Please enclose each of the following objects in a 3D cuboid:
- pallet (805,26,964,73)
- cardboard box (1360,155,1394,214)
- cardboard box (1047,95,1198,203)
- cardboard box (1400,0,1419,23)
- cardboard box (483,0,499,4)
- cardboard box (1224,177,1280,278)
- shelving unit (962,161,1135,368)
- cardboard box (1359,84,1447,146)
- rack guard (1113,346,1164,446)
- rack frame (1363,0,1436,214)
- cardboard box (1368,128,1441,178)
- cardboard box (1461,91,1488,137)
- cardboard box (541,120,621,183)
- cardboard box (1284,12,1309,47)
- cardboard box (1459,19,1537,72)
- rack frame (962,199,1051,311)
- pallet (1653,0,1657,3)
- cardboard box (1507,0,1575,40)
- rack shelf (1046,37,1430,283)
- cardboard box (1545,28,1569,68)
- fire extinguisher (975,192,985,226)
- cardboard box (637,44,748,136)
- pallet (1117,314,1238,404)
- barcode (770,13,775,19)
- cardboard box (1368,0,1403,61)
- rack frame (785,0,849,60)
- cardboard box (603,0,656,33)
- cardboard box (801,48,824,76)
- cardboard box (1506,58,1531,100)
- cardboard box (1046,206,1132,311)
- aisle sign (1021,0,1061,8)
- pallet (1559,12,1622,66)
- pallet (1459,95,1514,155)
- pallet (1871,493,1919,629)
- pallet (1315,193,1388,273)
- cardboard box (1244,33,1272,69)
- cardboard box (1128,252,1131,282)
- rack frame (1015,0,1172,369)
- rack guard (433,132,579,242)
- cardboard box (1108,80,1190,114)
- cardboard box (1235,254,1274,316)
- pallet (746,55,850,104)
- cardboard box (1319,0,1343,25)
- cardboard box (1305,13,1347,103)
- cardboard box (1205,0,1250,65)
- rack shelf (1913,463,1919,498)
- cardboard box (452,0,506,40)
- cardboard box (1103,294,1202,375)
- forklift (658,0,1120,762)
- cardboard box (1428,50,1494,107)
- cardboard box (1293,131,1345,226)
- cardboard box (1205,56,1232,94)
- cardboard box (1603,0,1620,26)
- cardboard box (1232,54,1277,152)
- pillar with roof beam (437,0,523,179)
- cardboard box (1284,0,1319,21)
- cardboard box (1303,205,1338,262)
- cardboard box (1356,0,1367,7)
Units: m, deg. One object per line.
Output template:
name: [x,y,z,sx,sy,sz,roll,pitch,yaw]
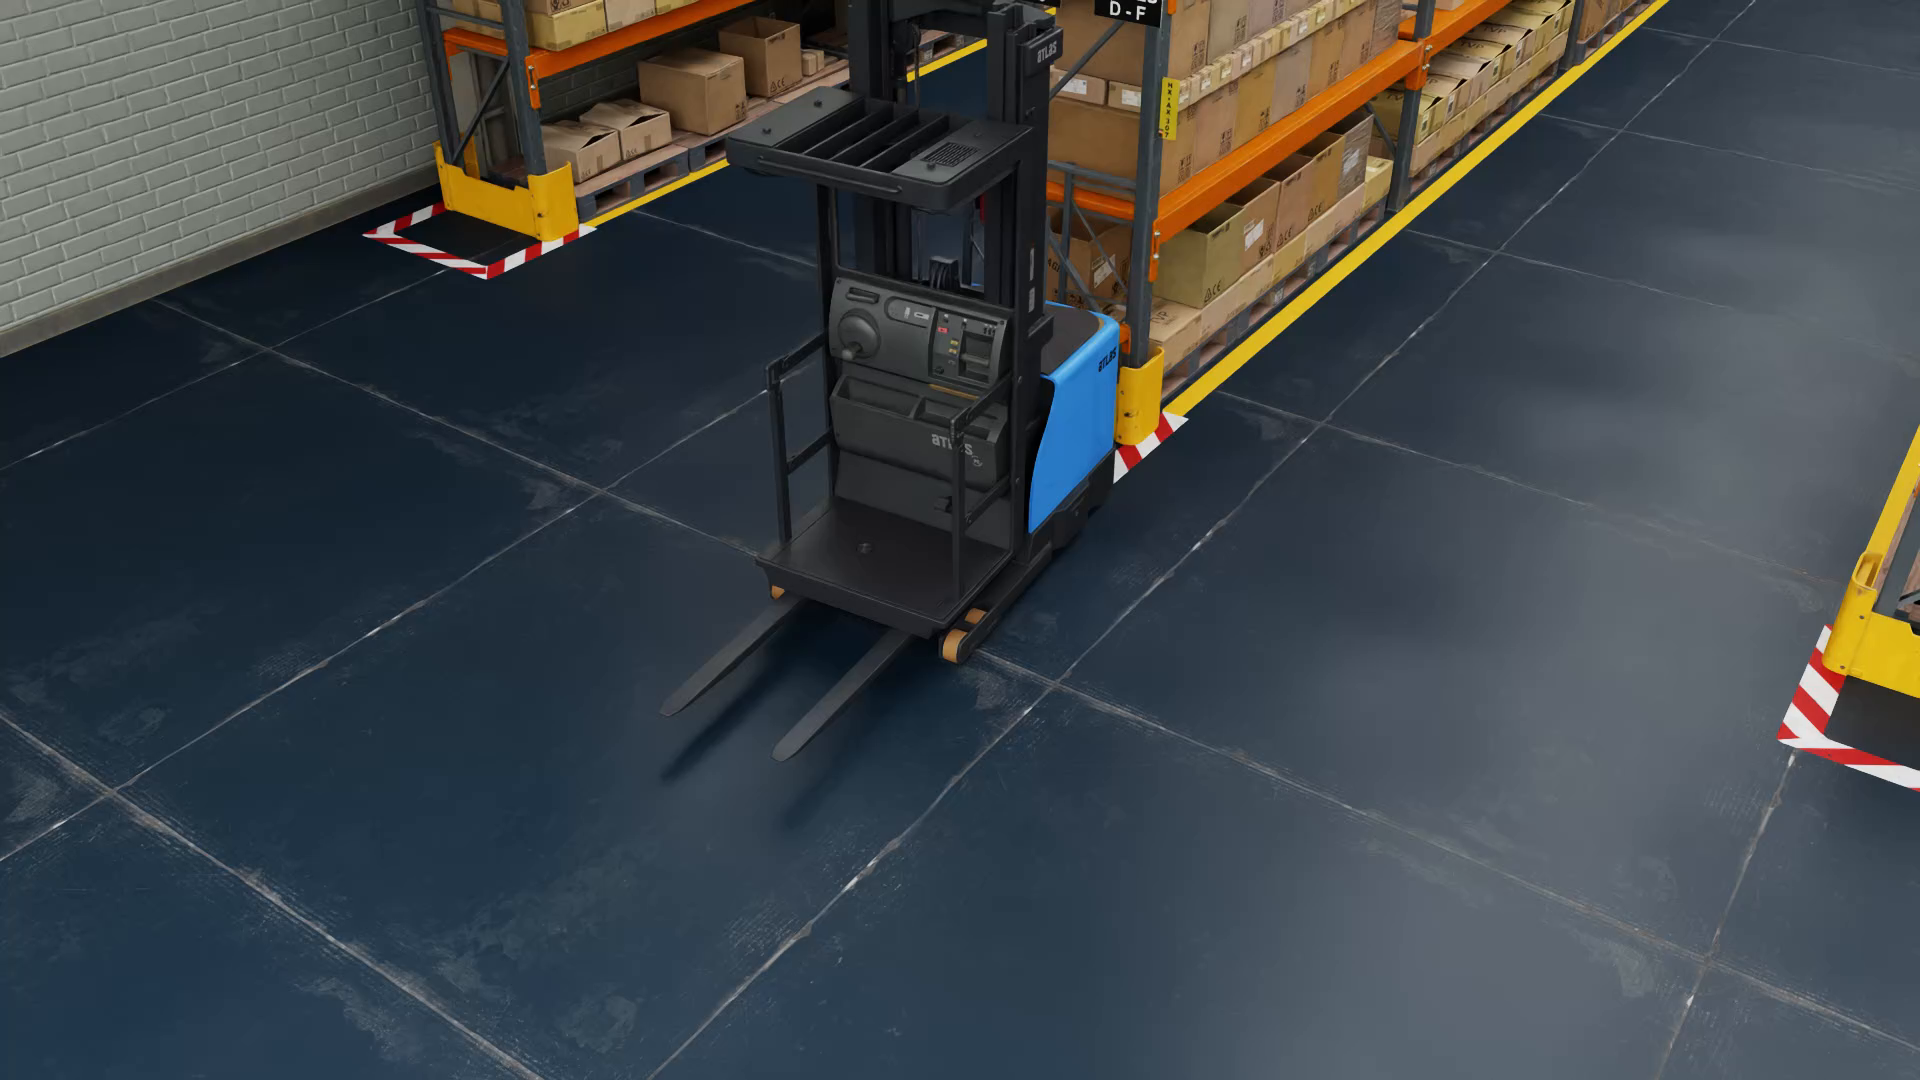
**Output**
pallet: [-0.699,-4.683,15.662,1.003,0.211,1.213,21,39,28]
cardboard box: [2.845,-2.651,12.247,0.500,0.250,0.500,21,39,28]
cardboard box: [0.926,-2.310,9.575,0.700,0.500,0.500,21,39,28]
cardboard box: [3.175,-4.077,12.411,0.500,0.250,0.500,24,41,31]
cardboard box: [-3.329,-4.180,11.876,0.500,0.500,0.500,21,39,28]
cardboard box: [1.696,-2.044,10.681,0.500,0.500,0.500,21,39,28]
shelving unit: [0.506,-1.216,9.219,0.587,1.500,1.083,19,31,29]
cardboard box: [3.370,-3.277,12.672,0.500,0.311,0.500,21,40,28]
rack guard: [0.635,-1.012,9.975,1.175,0.500,0.348,21,39,28]
rack frame: [2.930,-3.899,12.013,1.000,3.000,0.127,21,39,28]
cardboard box: [3.363,-3.040,12.823,0.500,0.250,0.500,20,39,27]
cardboard box: [3.949,-3.514,13.524,0.500,0.250,0.500,20,39,27]
cardboard box: [-2.954,-2.997,12.687,0.500,0.311,0.500,17,37,23]
cardboard box: [1.927,-3.187,10.292,0.380,0.149,0.250,22,40,29]
cardboard box: [4.533,-4.215,14.059,0.500,0.311,0.500,21,39,28]
rack frame: [0.216,-1.030,8.833,0.500,1.500,0.032,19,31,29]
pallet: [7.058,-6.039,17.667,1.003,0.211,1.213,21,39,28]
cardboard box: [5.114,-4.687,14.758,0.500,0.311,0.500,22,40,29]
rack shelf: [1.789,-2.680,10.854,1.077,0.370,4.000,21,39,28]
cardboard box: [5.111,-4.455,14.915,0.500,0.250,0.500,22,40,29]
fire extinguisher: [0.200,-2.120,9.452,0.296,0.674,0.183,21,39,28]
cardboard box: [-2.170,-3.659,13.497,0.700,0.500,0.500,19,38,25]
pallet: [1.051,-1.268,10.613,1.003,0.211,1.213,21,39,28]
barcode: [-1.647,-4.587,14.584,0.001,0.075,0.075,21,39,28]
cardboard box: [2.682,-3.734,11.680,0.700,0.500,0.500,20,39,27]
rack frame: [-1.142,-5.479,14.351,1.000,3.000,0.127,21,39,28]
cardboard box: [-2.599,-3.951,12.207,0.500,0.250,0.500,20,39,27]
cardboard box: [-1.422,-4.232,14.643,0.380,0.166,0.250,16,37,22]
cardboard box: [4.531,-3.986,14.221,0.500,0.250,0.500,22,40,29]
cardboard box: [0.710,-1.745,10.239,0.500,0.500,0.500,21,39,28]
aisle sign: [0.370,-3.199,8.657,0.394,0.787,0.004,21,39,28]
pallet: [5.667,-4.916,16.007,1.003,0.211,1.213,21,39,28]
pallet: [4.013,-3.659,14.148,1.003,0.211,1.213,21,39,28]
pallet: [5.188,0.259,8.355,1.003,0.211,1.213,21,39,28]
pallet: [2.442,-2.391,12.273,1.003,0.211,1.213,21,39,28]
cardboard box: [1.637,-2.956,9.950,0.380,0.149,0.250,20,39,27]
cardboard box: [0.987,-1.668,10.794,0.500,0.250,0.500,21,39,28]
rack frame: [0.649,-2.058,9.291,1.000,3.000,0.127,21,39,28]
rack guard: [-3.379,-2.638,12.380,1.175,0.500,0.348,21,39,28]
cardboard box: [1.050,-2.480,9.247,0.380,0.149,0.250,21,39,28]
cardboard box: [1.705,-1.730,10.886,0.500,0.250,0.500,21,39,28]
pallet: [-1.496,-4.004,14.658,1.003,0.211,1.213,21,39,28]
cardboard box: [2.225,-3.432,10.654,0.380,0.149,0.250,22,40,29]
cardboard box: [2.097,-3.260,10.979,0.700,0.500,0.500,22,40,29]
cardboard box: [1.251,-3.116,9.608,0.700,0.500,0.500,20,39,27]
rack shelf: [5.856,-1.097,8.512,1.077,0.370,4.000,21,39,28]
cardboard box: [-3.315,-3.862,12.075,0.500,0.250,0.500,22,40,29]
cardboard box: [1.137,-1.269,10.204,0.500,0.250,0.500,21,39,28]
forklift: [-0.308,-0.910,7.654,1.130,2.935,3.031,18,38,24]
cardboard box: [3.954,-3.744,13.363,0.500,0.311,0.500,20,39,27]
cardboard box: [2.268,-2.504,11.360,0.500,0.500,0.500,21,39,28]
cardboard box: [1.341,-2.717,9.597,0.380,0.149,0.250,21,40,28]
cardboard box: [5.999,-5.247,15.846,0.500,0.500,0.500,20,39,27]
cardboard box: [1.509,-2.780,10.270,0.700,0.500,0.500,22,40,28]
pillar with roof beam: [-0.198,-5.347,8.799,9.100,9.000,0.400,21,39,28]
cardboard box: [1.823,-3.579,10.292,0.700,0.500,0.500,21,39,28]
cardboard box: [2.279,-2.189,11.564,0.500,0.250,0.500,21,39,28]
cardboard box: [2.512,-3.660,10.991,0.380,0.149,0.250,21,39,28]
